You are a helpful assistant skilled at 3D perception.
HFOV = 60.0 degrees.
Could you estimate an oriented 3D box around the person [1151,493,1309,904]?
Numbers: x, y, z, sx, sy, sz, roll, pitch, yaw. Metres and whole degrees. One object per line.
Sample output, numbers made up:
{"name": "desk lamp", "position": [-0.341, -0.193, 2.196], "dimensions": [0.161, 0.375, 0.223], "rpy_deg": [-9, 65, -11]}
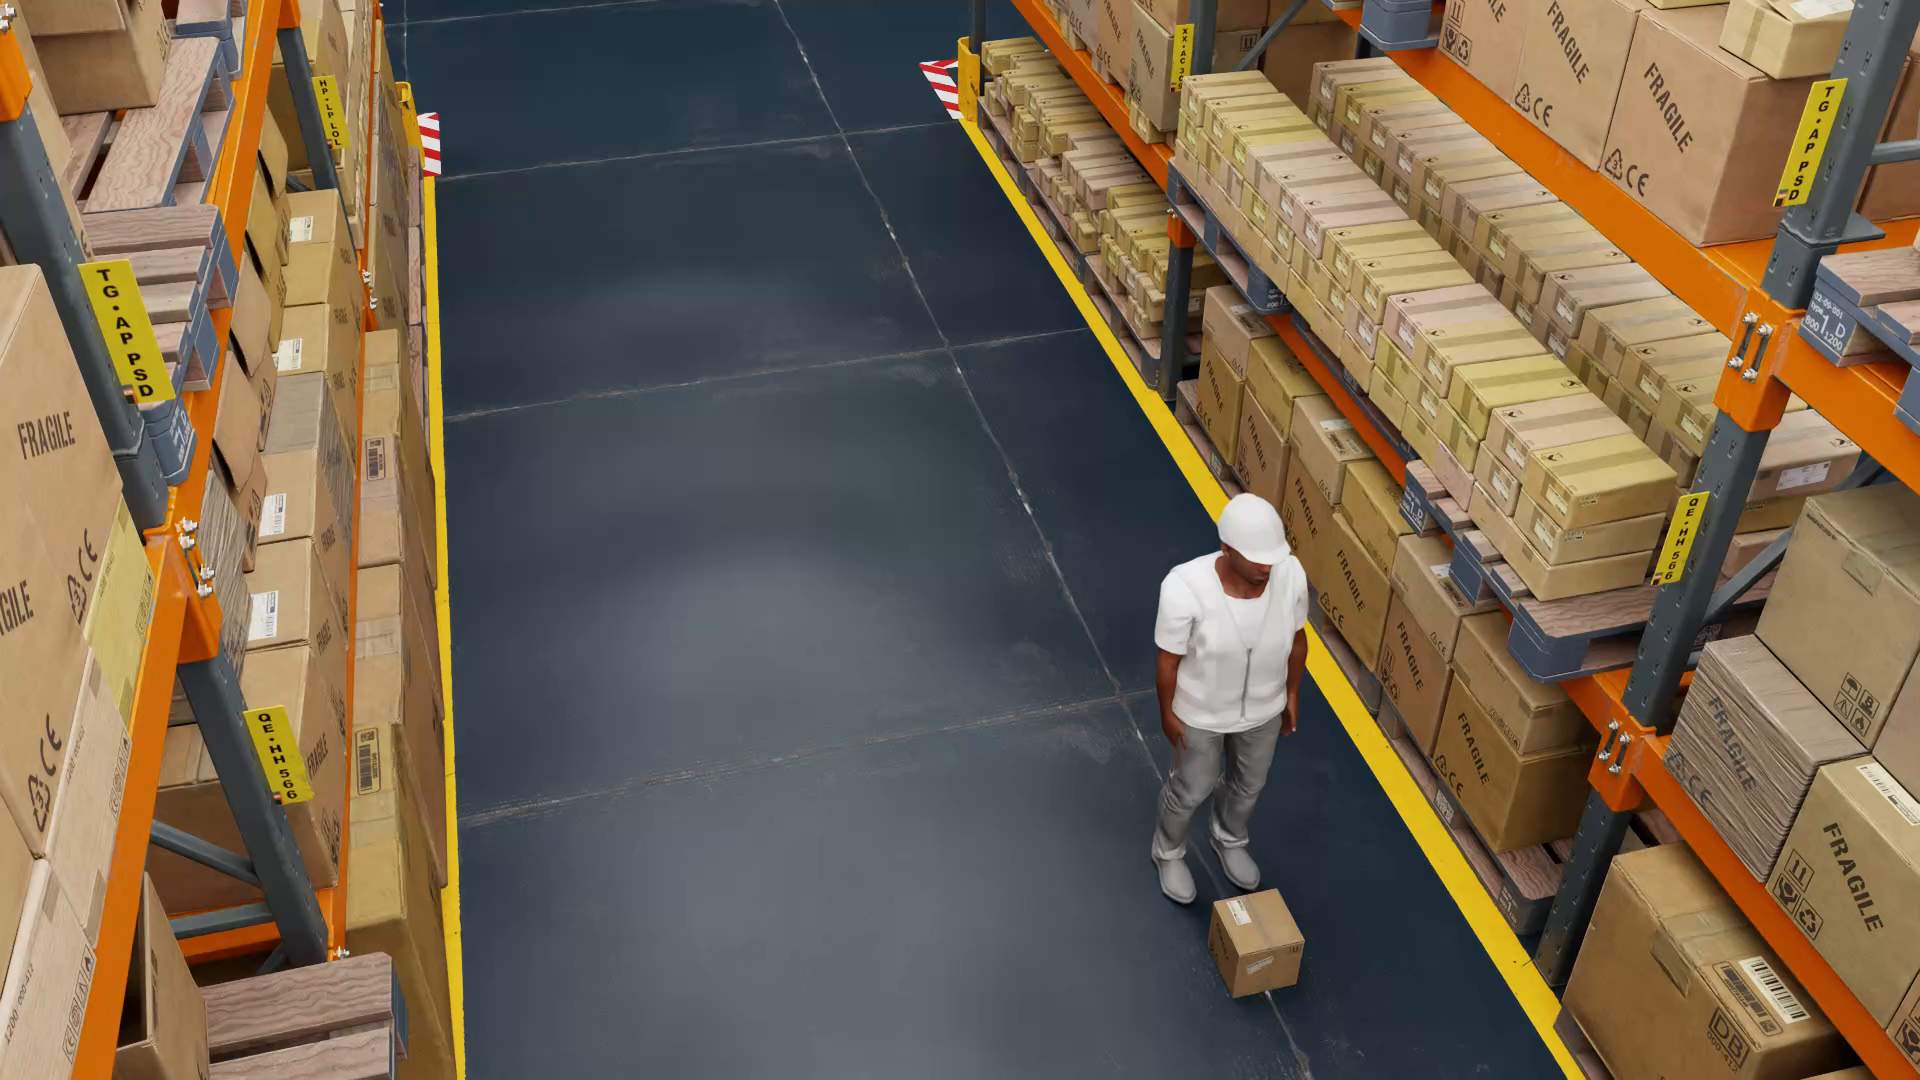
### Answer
{"name": "person", "position": [0.962, 0.577, 5.957], "dimensions": [0.564, 1.763, 0.360], "rpy_deg": [-9, 39, -11]}
